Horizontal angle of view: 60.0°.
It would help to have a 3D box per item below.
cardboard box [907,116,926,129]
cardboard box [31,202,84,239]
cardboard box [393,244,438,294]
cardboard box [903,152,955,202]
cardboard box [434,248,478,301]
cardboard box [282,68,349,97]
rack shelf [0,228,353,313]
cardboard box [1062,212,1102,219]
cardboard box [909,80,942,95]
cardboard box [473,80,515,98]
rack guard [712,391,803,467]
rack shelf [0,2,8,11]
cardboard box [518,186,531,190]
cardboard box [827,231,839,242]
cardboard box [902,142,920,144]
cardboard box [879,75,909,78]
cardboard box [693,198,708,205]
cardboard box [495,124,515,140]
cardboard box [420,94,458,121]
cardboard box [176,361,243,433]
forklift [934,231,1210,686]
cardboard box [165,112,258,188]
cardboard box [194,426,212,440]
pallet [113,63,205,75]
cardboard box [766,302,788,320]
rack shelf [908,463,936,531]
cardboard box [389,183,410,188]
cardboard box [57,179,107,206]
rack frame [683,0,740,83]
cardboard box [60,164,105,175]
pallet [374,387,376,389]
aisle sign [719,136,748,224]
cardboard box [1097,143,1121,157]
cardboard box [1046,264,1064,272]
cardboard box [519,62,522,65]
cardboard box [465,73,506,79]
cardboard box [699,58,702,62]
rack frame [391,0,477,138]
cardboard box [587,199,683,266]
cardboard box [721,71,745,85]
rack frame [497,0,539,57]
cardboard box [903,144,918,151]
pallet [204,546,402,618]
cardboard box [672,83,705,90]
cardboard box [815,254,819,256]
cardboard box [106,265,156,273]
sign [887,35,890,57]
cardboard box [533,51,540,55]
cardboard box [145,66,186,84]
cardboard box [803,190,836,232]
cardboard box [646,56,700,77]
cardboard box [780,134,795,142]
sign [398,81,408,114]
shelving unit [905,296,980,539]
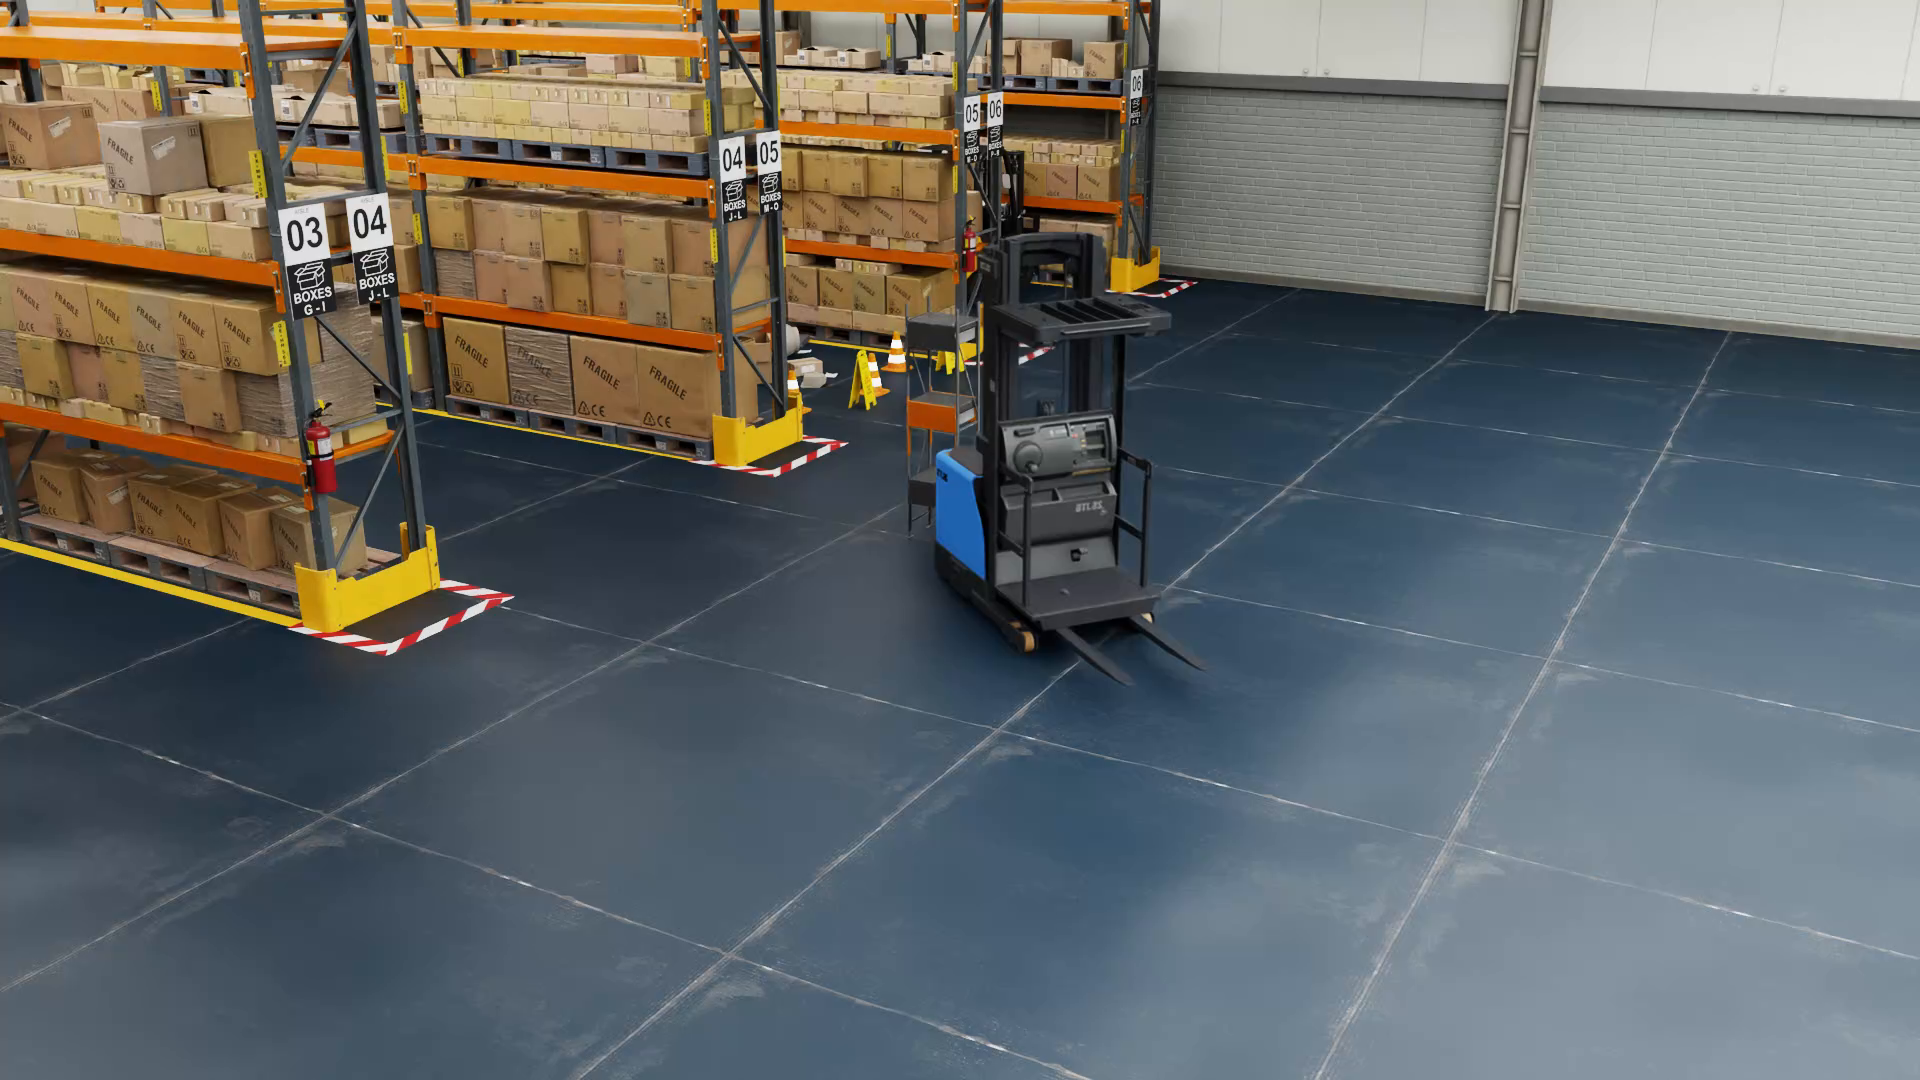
[{"bbox_3d":[-0.449,-5.131,20.379,0.250,0.149,0.380,11,23,28],"label":"cardboard box"},{"bbox_3d":[-6.932,-2.563,13.150,0.500,0.250,0.500,10,22,25],"label":"cardboard box"},{"bbox_3d":[-6.172,-3.061,18.554,0.500,0.500,0.500,11,22,27],"label":"cardboard box"},{"bbox_3d":[-0.321,-4.508,20.643,0.500,0.500,0.700,10,22,26],"label":"cardboard box"},{"bbox_3d":[-5.258,-3.019,18.367,0.550,0.550,0.875,11,23,27],"label":"cardboard box"},{"bbox_3d":[-7.424,-5.167,19.201,0.500,0.500,0.500,11,23,27],"label":"cardboard box"},{"bbox_3d":[-6.347,-2.286,13.222,4.000,0.370,1.077,11,23,27],"label":"rack shelf"},{"bbox_3d":[1.884,-4.903,25.731,0.500,0.250,0.500,11,23,27],"label":"cardboard box"},{"bbox_3d":[-0.414,-5.521,20.285,0.250,0.149,0.380,11,23,28],"label":"cardboard box"},{"bbox_3d":[-4.768,-4.629,17.064,0.250,0.149,0.380,10,22,26],"label":"cardboard box"},{"bbox_3d":[-2.073,-1.162,17.133,0.348,0.500,1.175,11,23,27],"label":"rack guard"},{"bbox_3d":[-14.316,-7.150,22.236,4.000,0.370,1.077,11,23,27],"label":"rack shelf"},{"bbox_3d":[-6.113,-5.016,23.843,0.250,0.149,0.380,9,22,24],"label":"cardboard box"},{"bbox_3d":[-1.524,-3.972,21.582,0.250,0.149,0.380,11,23,27],"label":"cardboard box"},{"bbox_3d":[-0.709,-6.325,26.168,0.250,0.149,0.380,11,23,28],"label":"cardboard box"},{"bbox_3d":[-0.841,-5.792,21.031,0.250,0.149,0.380,11,23,27],"label":"cardboard box"},{"bbox_3d":[-3.589,-4.762,23.144,0.250,0.149,0.380,11,23,28],"label":"cardboard box"},{"bbox_3d":[-4.545,-4.212,17.084,0.250,0.149,0.380,10,22,26],"label":"cardboard box"},{"bbox_3d":[-5.296,-4.565,17.472,0.500,0.250,0.500,11,23,28],"label":"cardboard box"},{"bbox_3d":[-5.563,-1.215,13.031,0.500,0.500,0.875,11,23,27],"label":"cardboard box"},{"bbox_3d":[0.835,-0.703,12.303,1.130,2.935,3.031,-8,22,-22],"label":"forklift"},{"bbox_3d":[-5.766,-3.041,12.931,0.500,0.500,0.500,11,23,27],"label":"cardboard box"},{"bbox_3d":[-5.821,-0.917,13.161,0.250,0.149,0.380,11,23,27],"label":"cardboard box"},{"bbox_3d":[-13.084,-7.741,27.334,1.213,0.211,1.003,11,23,27],"label":"pallet"},{"bbox_3d":[-2.405,-3.138,22.330,0.500,0.250,0.500,12,23,30],"label":"cardboard box"},{"bbox_3d":[-0.145,-0.344,14.624,0.480,0.518,0.431,11,23,27],"label":"rack shelf"},{"bbox_3d":[-8.206,-5.267,25.004,0.500,0.250,0.500,11,22,27],"label":"cardboard box"},{"bbox_3d":[-6.803,-2.722,13.005,0.250,0.149,0.380,10,22,26],"label":"cardboard box"},{"bbox_3d":[-3.260,-7.317,21.637,0.127,3.000,1.000,11,23,27],"label":"rack frame"},{"bbox_3d":[-7.219,-3.018,13.820,0.250,0.149,0.380,10,22,25],"label":"cardboard box"},{"bbox_3d":[-7.366,-2.004,19.877,1.213,0.211,1.003,11,23,27],"label":"pallet"},{"bbox_3d":[-2.179,-3.462,15.996,0.004,0.787,0.394,11,23,27],"label":"aisle sign"},{"bbox_3d":[2.234,-5.798,24.715,0.250,0.149,0.380,11,23,27],"label":"cardboard box"},{"bbox_3d":[1.655,-4.284,25.491,0.500,0.250,0.500,11,23,27],"label":"cardboard box"},{"bbox_3d":[-7.978,-8.741,30.331,0.250,0.149,0.380,11,23,28],"label":"cardboard box"},{"bbox_3d":[-5.111,-4.952,17.952,0.250,0.149,0.380,11,22,27],"label":"cardboard box"},{"bbox_3d":[-4.179,-8.037,27.600,0.250,0.166,0.380,11,23,27],"label":"cardboard box"},{"bbox_3d":[-5.586,-5.827,17.529,0.127,3.000,1.000,11,23,27],"label":"rack frame"},{"bbox_3d":[-3.347,-3.190,17.255,0.550,0.550,0.875,11,23,27],"label":"cardboard box"},{"bbox_3d":[-2.903,-5.979,21.548,0.250,0.149,0.380,12,23,29],"label":"cardboard box"},{"bbox_3d":[-7.827,-10.126,29.380,0.127,3.000,1.000,11,23,27],"label":"rack frame"},{"bbox_3d":[-0.693,-6.196,26.246,0.250,0.149,0.380,10,22,26],"label":"cardboard box"},{"bbox_3d":[-5.360,0.271,13.605,1.213,0.211,1.003,11,23,27],"label":"pallet"},{"bbox_3d":[-2.672,-4.487,16.671,0.250,0.149,0.380,10,22,27],"label":"cardboard box"},{"bbox_3d":[-2.168,-3.652,22.647,0.500,0.500,0.500,11,23,28],"label":"cardboard box"},{"bbox_3d":[-6.693,-2.044,13.850,0.500,0.500,0.500,11,23,27],"label":"cardboard box"},{"bbox_3d":[-1.099,-7.613,25.633,0.005,0.325,0.100,11,23,27],"label":"sign"},{"bbox_3d":[-7.282,-8.607,29.200,0.250,0.149,0.380,11,23,28],"label":"cardboard box"},{"bbox_3d":[-9.747,-5.724,20.375,0.258,0.266,0.396,11,23,27],"label":"cardboard box"},{"bbox_3d":[-1.680,-4.285,21.495,0.500,0.500,0.500,11,23,28],"label":"cardboard box"},{"bbox_3d":[-3.829,-6.327,22.179,0.500,0.250,0.500,11,23,29],"label":"cardboard box"},{"bbox_3d":[-2.794,-6.626,27.431,0.250,0.149,0.380,11,23,27],"label":"cardboard box"},{"bbox_3d":[-5.842,-4.644,17.449,0.005,0.325,0.100,11,23,27],"label":"sign"},{"bbox_3d":[-0.145,-1.015,14.381,0.503,2.100,0.431,11,23,27],"label":"shelving unit"}]
